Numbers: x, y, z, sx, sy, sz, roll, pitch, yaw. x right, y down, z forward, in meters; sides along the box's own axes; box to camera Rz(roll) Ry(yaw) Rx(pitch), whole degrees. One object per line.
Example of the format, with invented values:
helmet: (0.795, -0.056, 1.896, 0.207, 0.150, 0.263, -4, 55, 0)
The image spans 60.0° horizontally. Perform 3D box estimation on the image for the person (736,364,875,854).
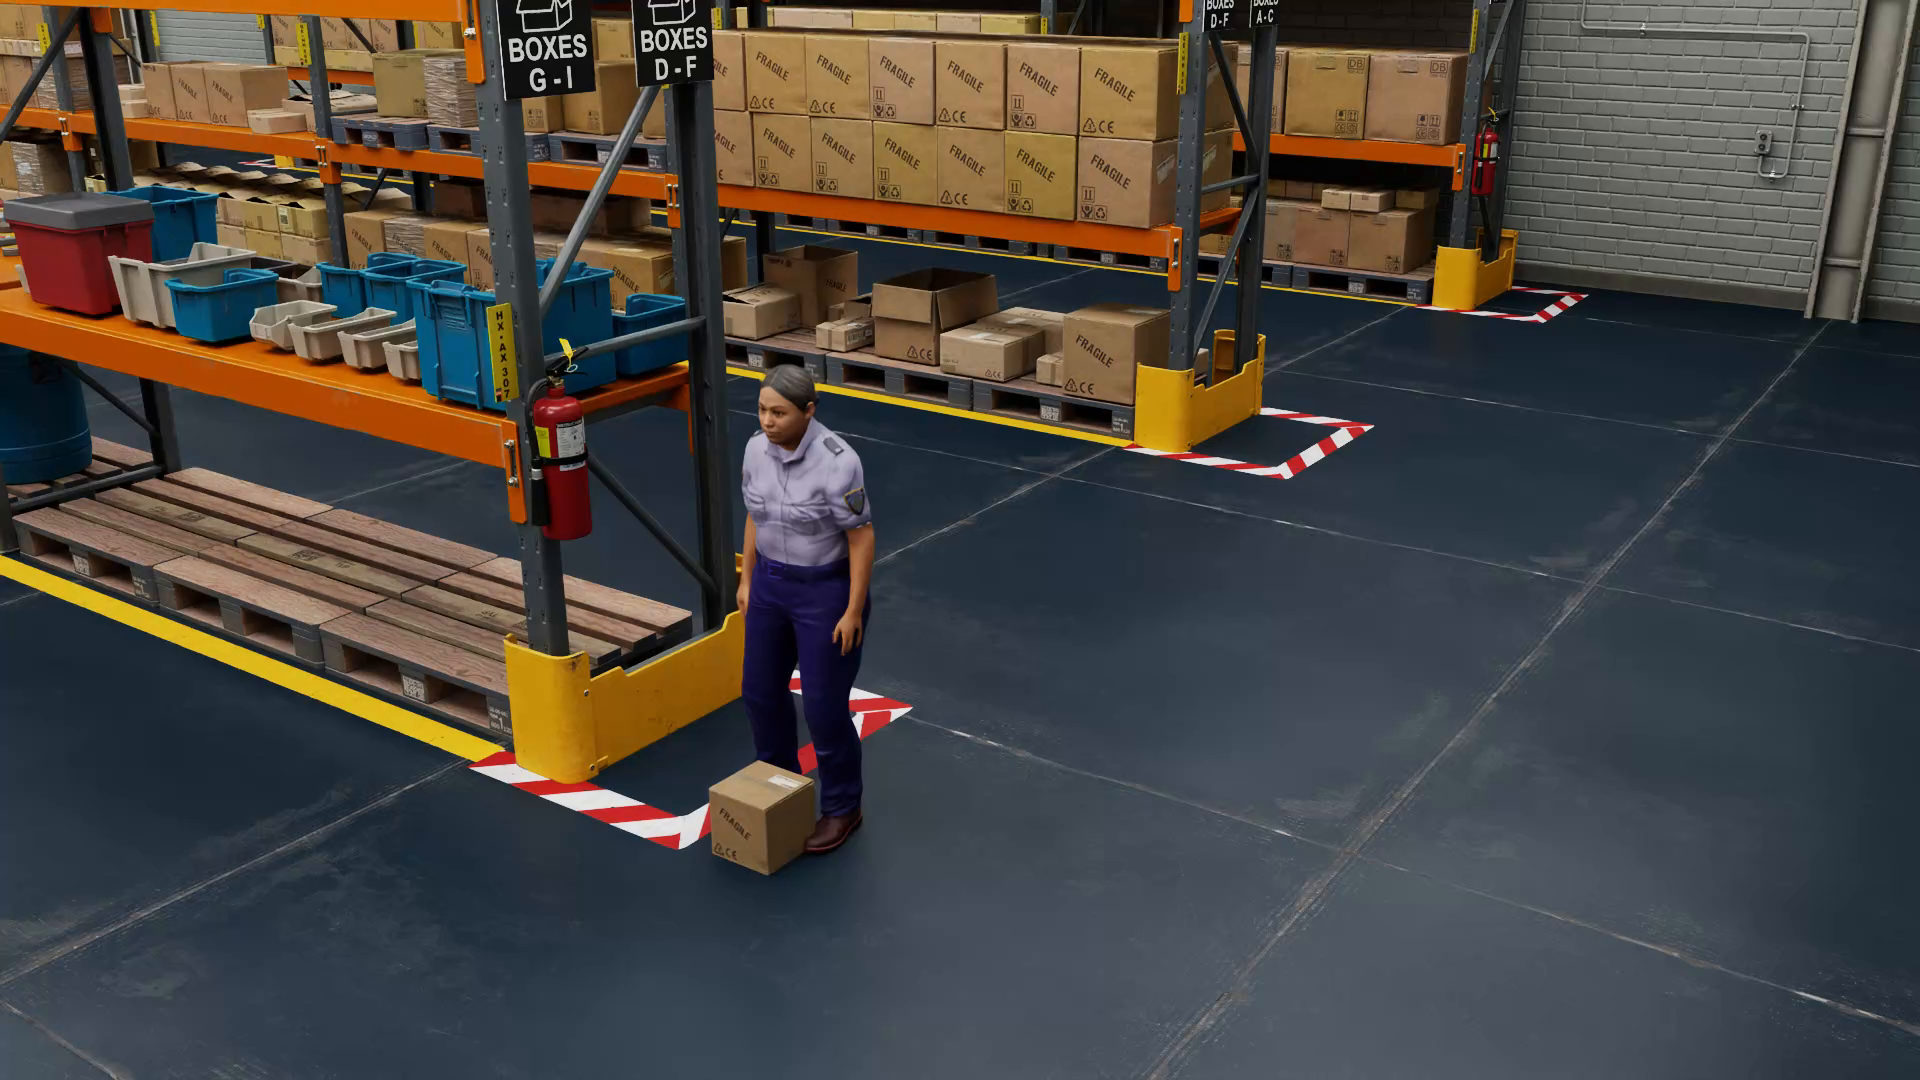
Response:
person: (-0.528, 0.203, 5.526, 0.544, 1.651, 0.372, 14, 24, 33)
